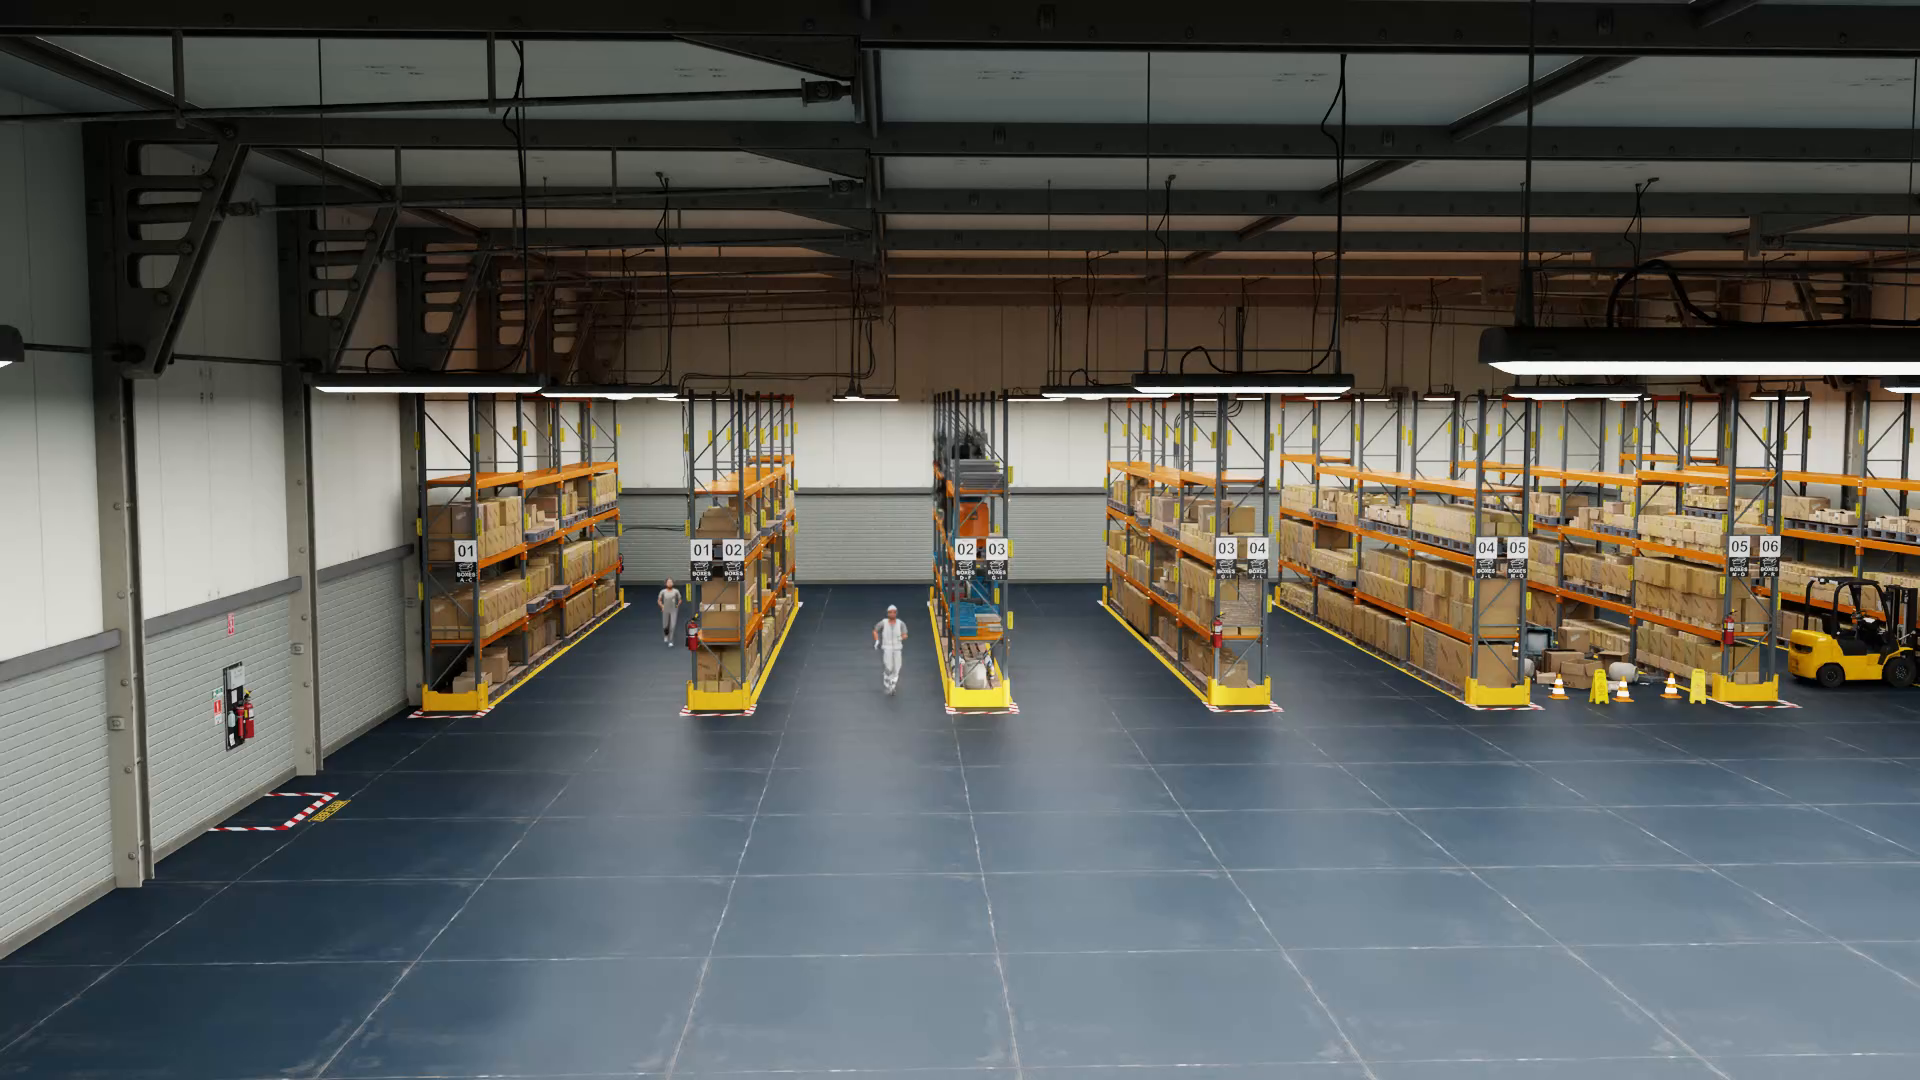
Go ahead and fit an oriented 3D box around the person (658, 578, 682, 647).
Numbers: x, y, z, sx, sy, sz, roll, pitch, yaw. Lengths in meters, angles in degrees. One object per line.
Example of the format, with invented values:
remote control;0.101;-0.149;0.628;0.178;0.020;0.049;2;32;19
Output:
person;-6.853;1.705;39.328;0.561;1.619;0.588;-1;5;-11

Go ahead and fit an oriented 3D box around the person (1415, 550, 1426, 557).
person;13.573;0.864;49.313;0.828;1.746;0.617;0;5;3

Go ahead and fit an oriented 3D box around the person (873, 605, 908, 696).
person;-1.334;2.169;32.615;0.648;1.773;0.688;-1;5;-14

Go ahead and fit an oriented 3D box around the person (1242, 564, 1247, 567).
person;7.989;1.052;47.197;0.580;1.725;0.719;1;5;14
